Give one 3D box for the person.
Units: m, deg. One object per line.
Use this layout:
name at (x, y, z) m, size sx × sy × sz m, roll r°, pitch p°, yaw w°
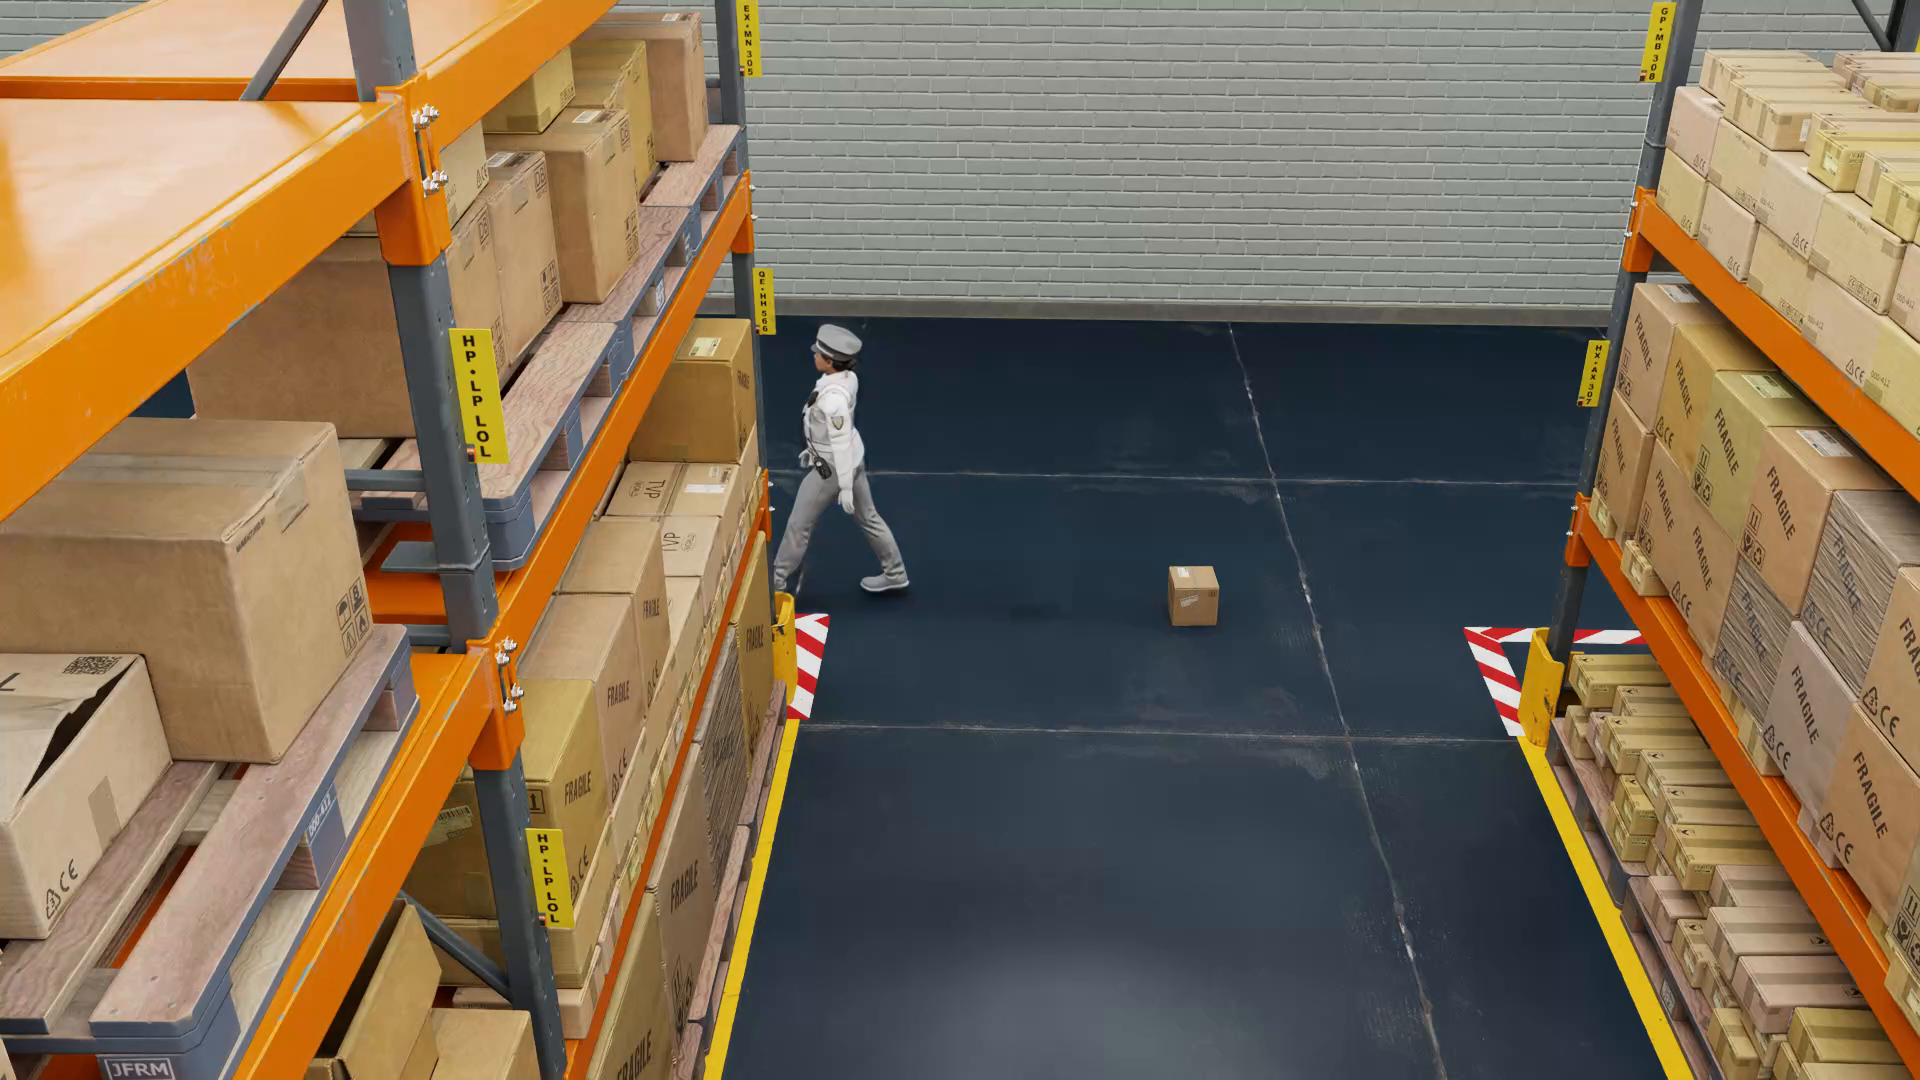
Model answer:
person at (-0.789, -0.445, 9.392) m, size 0.973 × 1.636 × 0.521 m, roll 6°, pitch 29°, yaw 11°
